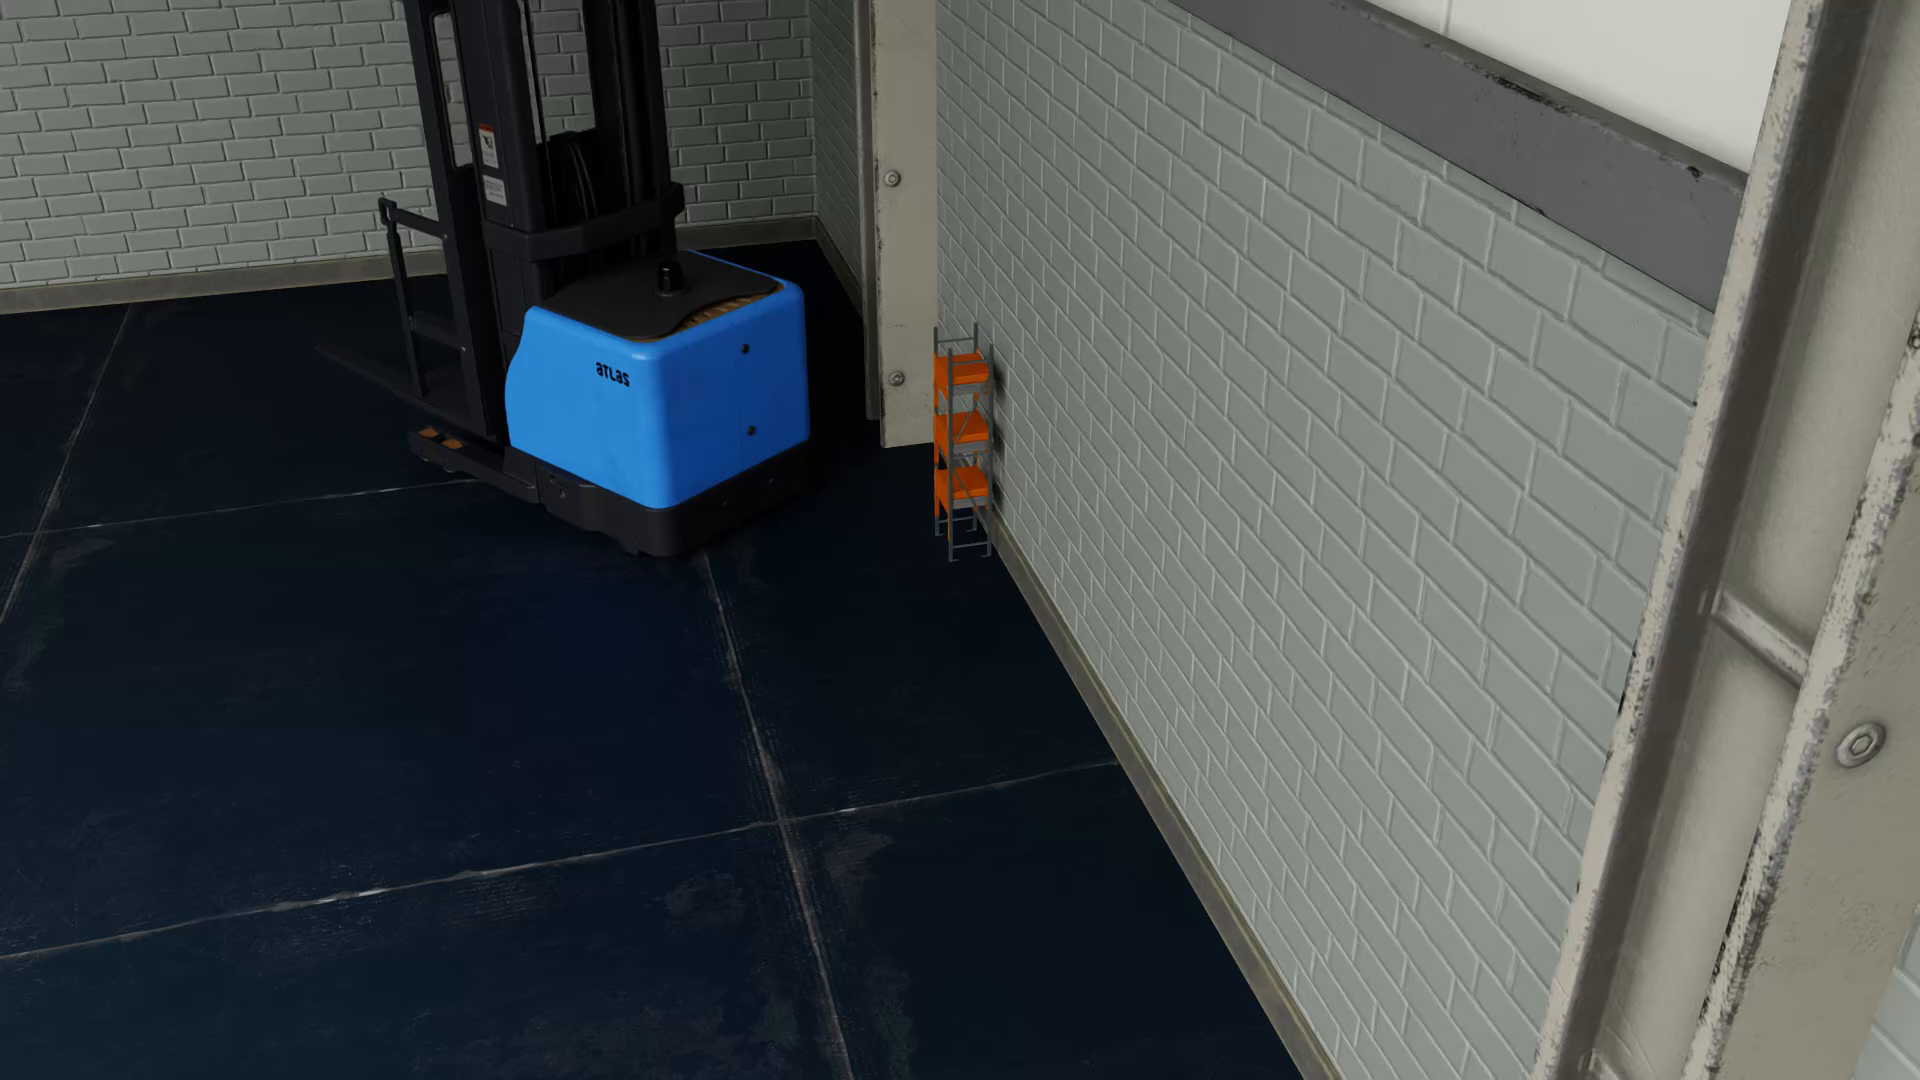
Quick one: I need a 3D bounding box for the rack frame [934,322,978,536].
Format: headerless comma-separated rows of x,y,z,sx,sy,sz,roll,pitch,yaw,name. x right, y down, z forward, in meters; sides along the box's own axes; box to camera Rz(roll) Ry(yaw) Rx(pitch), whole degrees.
-0.018,-0.487,7.544,0.200,1.050,0.008,-8,31,-13,rack frame

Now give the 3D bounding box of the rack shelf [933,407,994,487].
0.014,-0.419,7.448,0.215,0.259,0.240,-8,31,-13,rack shelf

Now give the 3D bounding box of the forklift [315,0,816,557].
-2.164,-1.790,7.916,3.031,2.935,1.130,22,37,33,forklift

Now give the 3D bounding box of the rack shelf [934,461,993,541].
0.014,-0.179,7.587,0.215,0.259,0.240,-8,31,-13,rack shelf

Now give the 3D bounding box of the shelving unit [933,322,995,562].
0.014,-0.429,7.442,0.215,1.050,0.252,-8,31,-13,shelving unit

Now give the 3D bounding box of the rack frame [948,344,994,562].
0.047,-0.370,7.341,0.200,1.050,0.008,-8,31,-13,rack frame

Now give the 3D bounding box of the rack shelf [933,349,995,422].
0.014,-0.665,7.306,0.215,0.259,0.240,-8,31,-13,rack shelf

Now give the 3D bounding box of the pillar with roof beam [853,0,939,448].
-4.453,-3.912,5.526,9.100,9.000,0.400,-8,31,-13,pillar with roof beam
